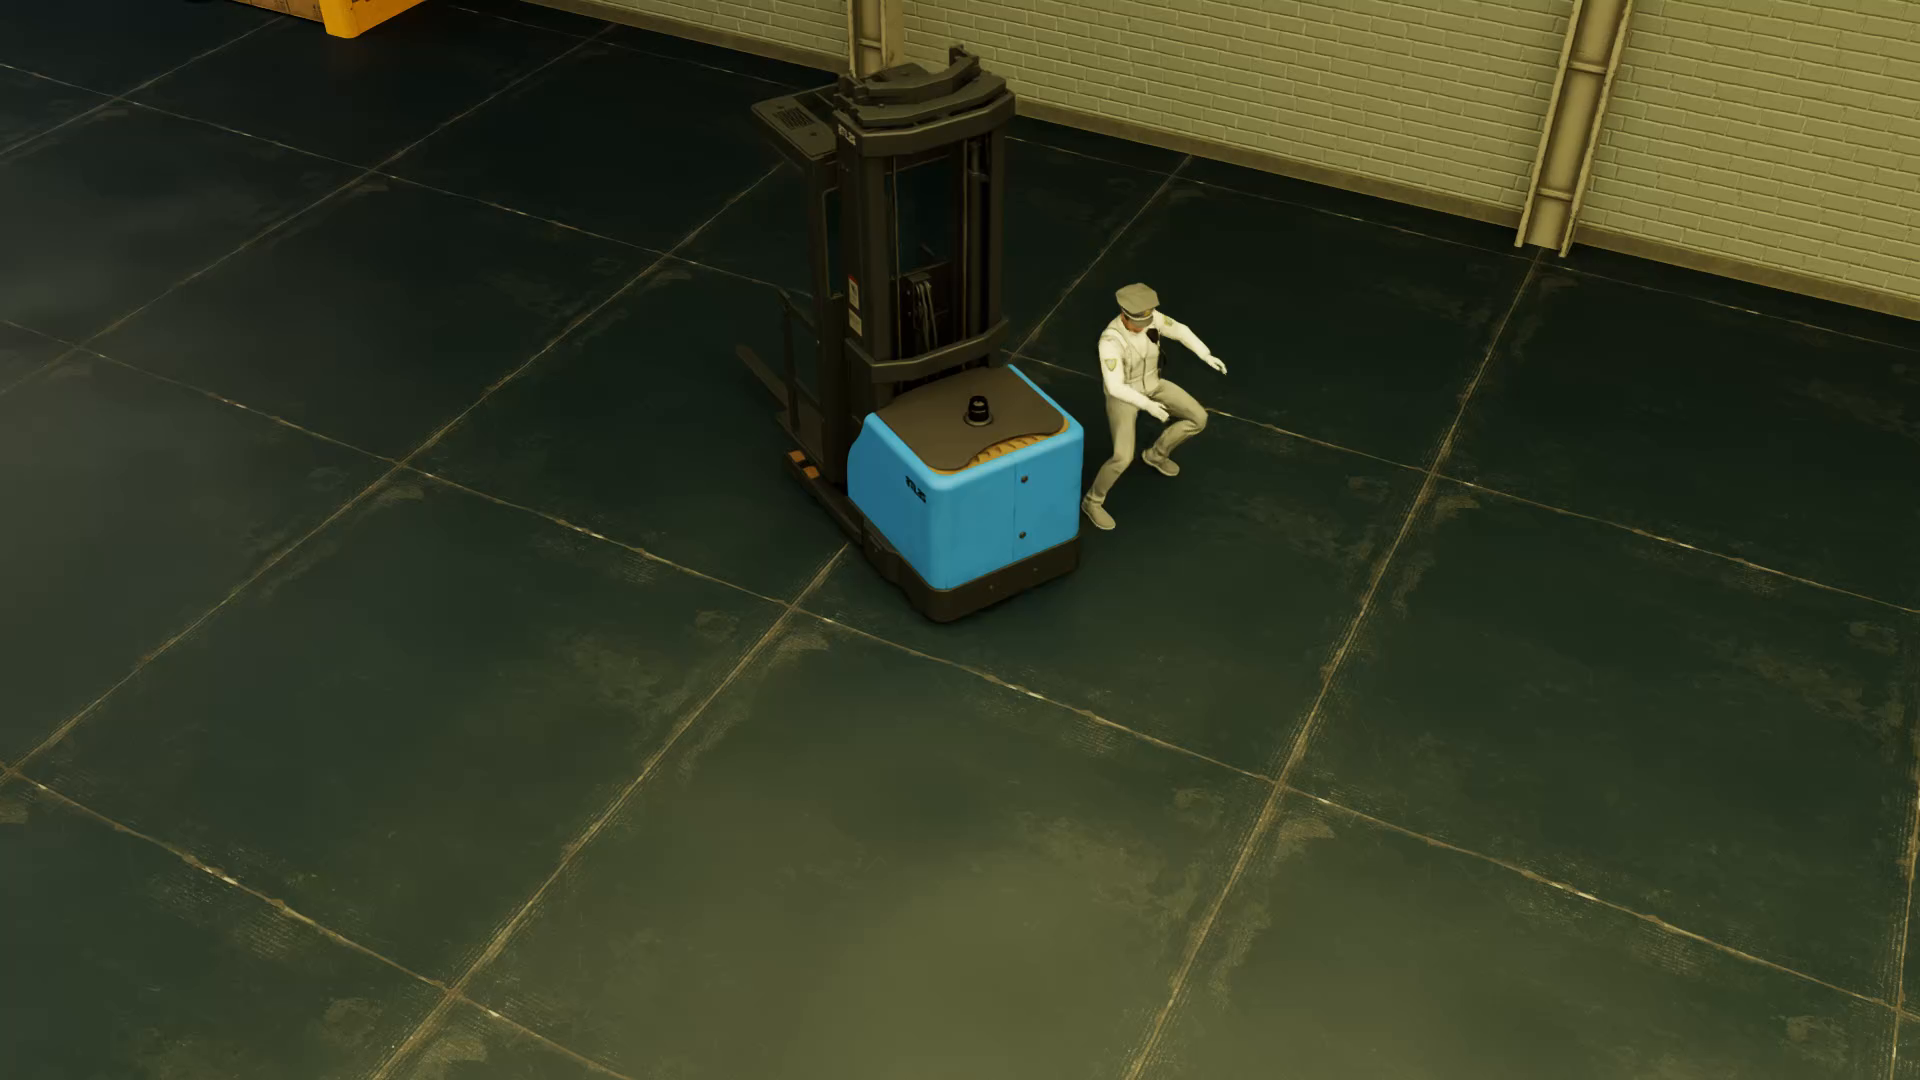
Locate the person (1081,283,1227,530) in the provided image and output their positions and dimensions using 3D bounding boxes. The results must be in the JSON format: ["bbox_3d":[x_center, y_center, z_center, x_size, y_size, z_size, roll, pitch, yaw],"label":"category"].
[{"bbox_3d":[1.160,-0.843,10.140,0.872,1.469,0.727,-23,45,-25],"label":"person"}]

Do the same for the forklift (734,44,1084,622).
[{"bbox_3d":[-0.484,-1.572,9.854,1.130,2.935,3.031,-22,45,-24],"label":"forklift"}]
